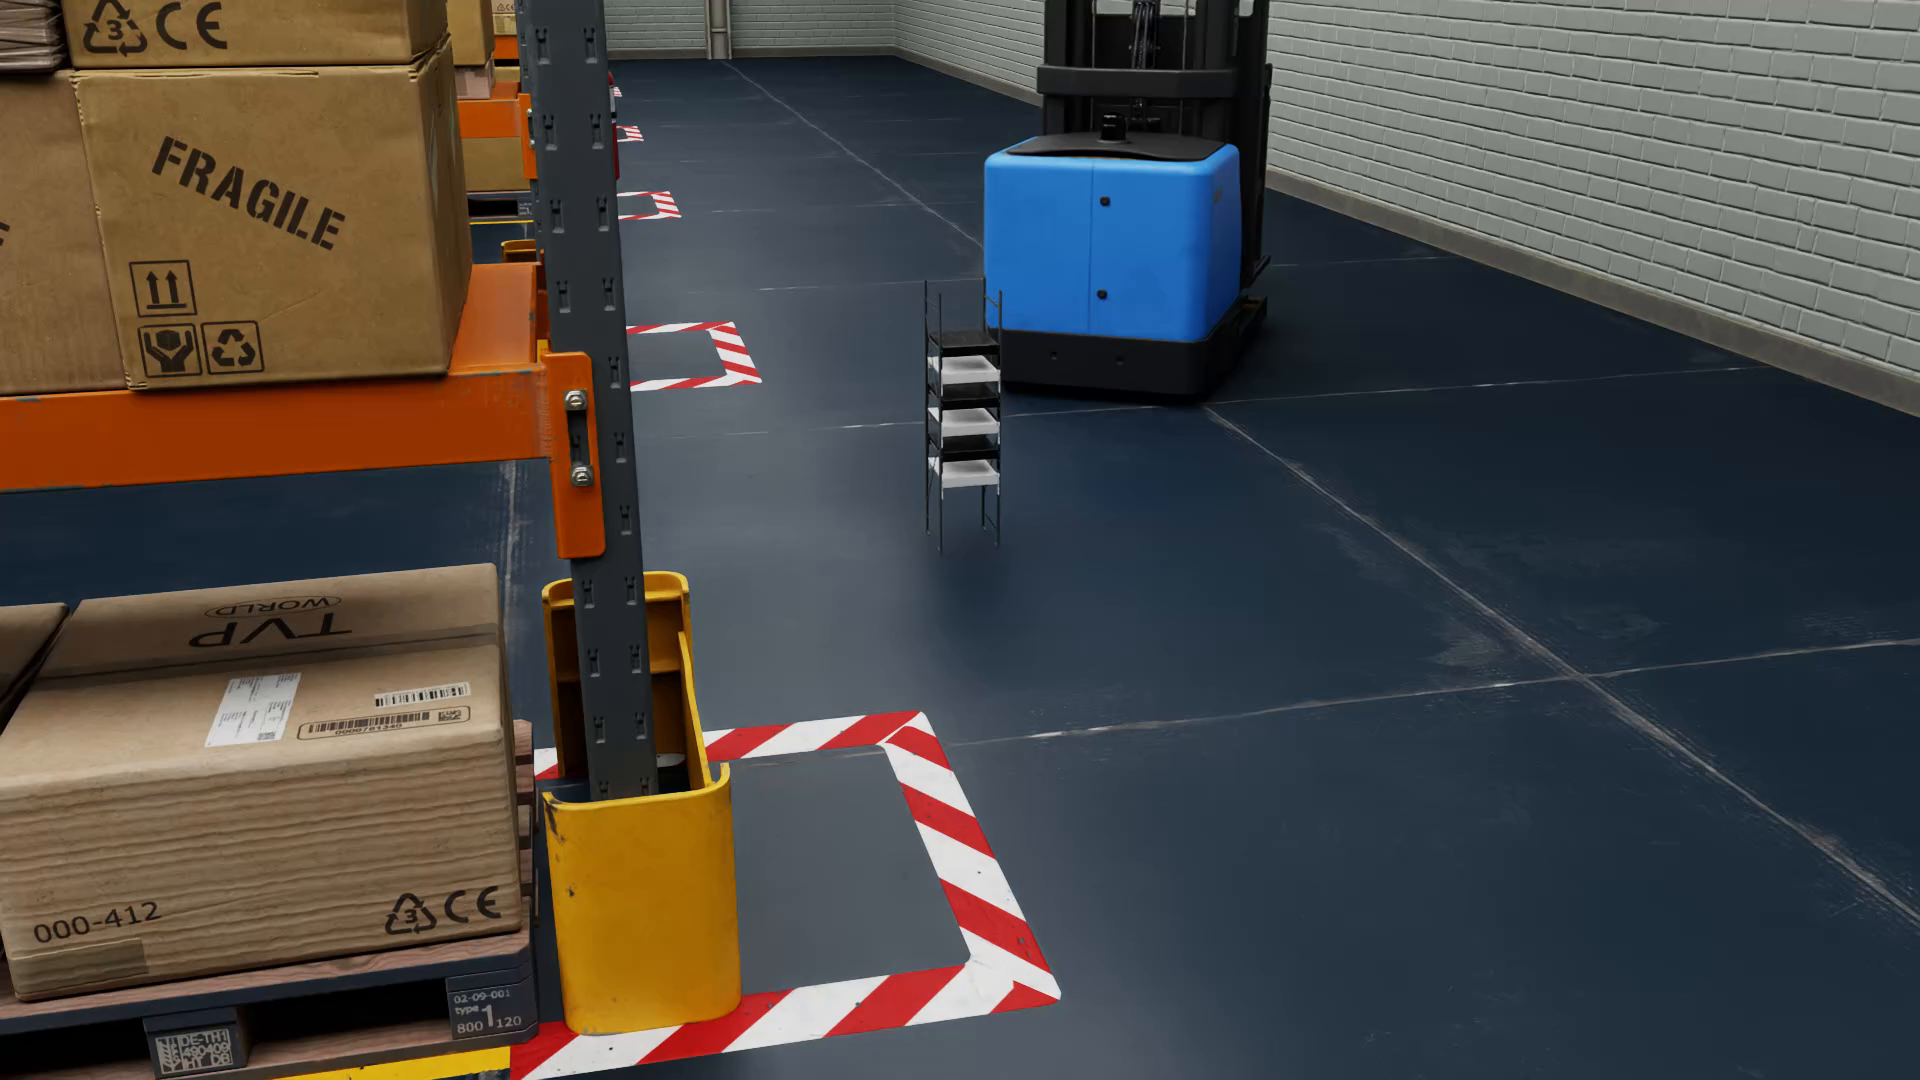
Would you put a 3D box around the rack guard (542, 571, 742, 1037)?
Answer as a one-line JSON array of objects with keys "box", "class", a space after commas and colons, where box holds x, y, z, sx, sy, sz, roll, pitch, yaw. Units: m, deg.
[{"box": [-0.724, 0.517, 3.676, 0.348, 0.500, 1.175, -5, 21, -12], "class": "rack guard"}]

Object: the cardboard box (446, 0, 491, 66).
[{"box": [-2.363, -2.369, 7.342, 0.500, 0.500, 0.500, -4, 21, -11], "class": "cardboard box"}]

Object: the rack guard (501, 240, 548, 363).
[{"box": [-2.059, -1.124, 8.156, 0.348, 0.500, 1.175, -5, 21, -12], "class": "rack guard"}]

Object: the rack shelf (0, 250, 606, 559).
[{"box": [-2.694, -0.159, 2.932, 4.000, 0.370, 1.077, -5, 21, -12], "class": "rack shelf"}]

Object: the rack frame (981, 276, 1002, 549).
[{"box": [0.107, -0.431, 5.684, 0.006, 0.900, 0.240, -5, 21, -12], "class": "rack frame"}]

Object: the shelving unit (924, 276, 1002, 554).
[{"box": [0.008, -0.423, 5.662, 0.210, 0.900, 0.258, -5, 21, -12], "class": "shelving unit"}]

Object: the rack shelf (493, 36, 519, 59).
[{"box": [-4.974, -3.476, 11.988, 4.000, 0.370, 1.077, -5, 21, -12], "class": "rack shelf"}]

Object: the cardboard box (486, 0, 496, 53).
[{"box": [-2.485, -2.547, 7.829, 0.500, 0.500, 0.500, -4, 20, -10], "class": "cardboard box"}]

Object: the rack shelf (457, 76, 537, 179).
[{"box": [-3.931, -1.808, 7.434, 4.000, 0.370, 1.077, -5, 21, -12], "class": "rack shelf"}]

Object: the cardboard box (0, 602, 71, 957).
[{"box": [-2.255, 0.512, 3.170, 0.875, 0.438, 0.875, -4, 21, -11], "class": "cardboard box"}]

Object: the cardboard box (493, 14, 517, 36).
[{"box": [-3.298, -3.716, 11.962, 0.250, 0.149, 0.380, -4, 21, -11], "class": "cardboard box"}]

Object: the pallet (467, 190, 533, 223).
[{"box": [-3.788, -2.573, 12.532, 1.213, 0.211, 1.003, -5, 21, -12], "class": "pallet"}]

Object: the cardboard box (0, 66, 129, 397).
[{"box": [-1.648, -0.540, 2.783, 0.500, 0.500, 0.500, -5, 21, -14], "class": "cardboard box"}]

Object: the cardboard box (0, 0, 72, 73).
[{"box": [-1.664, -1.002, 2.590, 0.500, 0.500, 0.500, -5, 21, -12], "class": "cardboard box"}]

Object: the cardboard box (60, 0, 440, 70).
[{"box": [-1.162, -1.053, 2.730, 0.500, 0.500, 0.500, -4, 20, -11], "class": "cardboard box"}]

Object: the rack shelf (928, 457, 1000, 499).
[{"box": [0.008, -0.223, 5.735, 0.200, 0.077, 0.258, -5, 21, -12], "class": "rack shelf"}]

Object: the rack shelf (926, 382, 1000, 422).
[{"box": [0.008, -0.476, 5.642, 0.200, 0.077, 0.258, -5, 21, -12], "class": "rack shelf"}]

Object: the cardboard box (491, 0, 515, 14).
[{"box": [-3.438, -3.914, 11.924, 0.500, 0.250, 0.500, -5, 21, -13], "class": "cardboard box"}]

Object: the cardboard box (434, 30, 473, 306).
[{"box": [-1.280, -0.760, 3.382, 0.500, 0.500, 0.500, -5, 21, -13], "class": "cardboard box"}]

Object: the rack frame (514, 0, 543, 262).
[{"box": [-1.985, -2.304, 7.742, 0.127, 3.000, 1.000, -5, 21, -12], "class": "rack frame"}]

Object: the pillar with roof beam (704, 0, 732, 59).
[{"box": [-3.028, -10.825, 22.283, 0.400, 9.000, 9.100, -5, 21, -12], "class": "pillar with roof beam"}]

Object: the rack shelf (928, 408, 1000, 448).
[{"box": [0.008, -0.392, 5.673, 0.200, 0.077, 0.258, -5, 21, -12], "class": "rack shelf"}]

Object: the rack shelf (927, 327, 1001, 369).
[{"box": [0.008, -0.645, 5.580, 0.200, 0.077, 0.258, -5, 21, -12], "class": "rack shelf"}]

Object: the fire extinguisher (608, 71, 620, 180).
[{"box": [-1.633, -1.958, 7.452, 0.183, 0.674, 0.296, -5, 21, -12], "class": "fire extinguisher"}]

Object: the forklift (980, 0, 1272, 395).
[{"box": [1.024, -2.490, 8.352, 1.130, 2.935, 3.031, 6, 21, 16], "class": "forklift"}]

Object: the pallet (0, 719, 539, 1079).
[{"box": [-1.507, 0.744, 3.476, 1.213, 0.211, 1.003, -5, 21, -12], "class": "pallet"}]

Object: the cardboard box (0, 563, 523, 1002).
[{"box": [-1.367, 0.437, 3.375, 0.875, 0.438, 0.875, -5, 21, -14], "class": "cardboard box"}]

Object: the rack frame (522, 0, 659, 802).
[{"box": [-0.747, -0.655, 3.241, 0.127, 3.000, 1.000, -5, 21, -12], "class": "rack frame"}]

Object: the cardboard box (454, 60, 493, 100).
[{"box": [-2.237, -2.065, 7.457, 0.250, 0.149, 0.380, -5, 21, -12], "class": "cardboard box"}]

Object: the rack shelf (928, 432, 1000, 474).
[{"box": [0.008, -0.307, 5.704, 0.200, 0.077, 0.258, -5, 21, -12], "class": "rack shelf"}]

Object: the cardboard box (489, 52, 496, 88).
[{"box": [-2.375, -2.270, 8.015, 0.250, 0.149, 0.380, -5, 21, -13], "class": "cardboard box"}]

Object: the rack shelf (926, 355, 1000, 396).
[{"box": [0.008, -0.561, 5.611, 0.200, 0.077, 0.258, -5, 21, -12], "class": "rack shelf"}]

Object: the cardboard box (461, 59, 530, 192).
[{"box": [-3.632, -3.094, 12.378, 0.875, 0.875, 0.875, -5, 21, -12], "class": "cardboard box"}]

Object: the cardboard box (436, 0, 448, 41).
[{"box": [-1.280, -1.228, 3.208, 0.500, 0.500, 0.500, -5, 21, -14], "class": "cardboard box"}]

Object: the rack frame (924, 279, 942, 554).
[{"box": [-0.091, -0.415, 5.640, 0.006, 0.900, 0.240, -5, 21, -12], "class": "rack frame"}]

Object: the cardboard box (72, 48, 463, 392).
[{"box": [-1.156, -0.575, 2.878, 0.500, 0.500, 0.500, -5, 21, -12], "class": "cardboard box"}]
